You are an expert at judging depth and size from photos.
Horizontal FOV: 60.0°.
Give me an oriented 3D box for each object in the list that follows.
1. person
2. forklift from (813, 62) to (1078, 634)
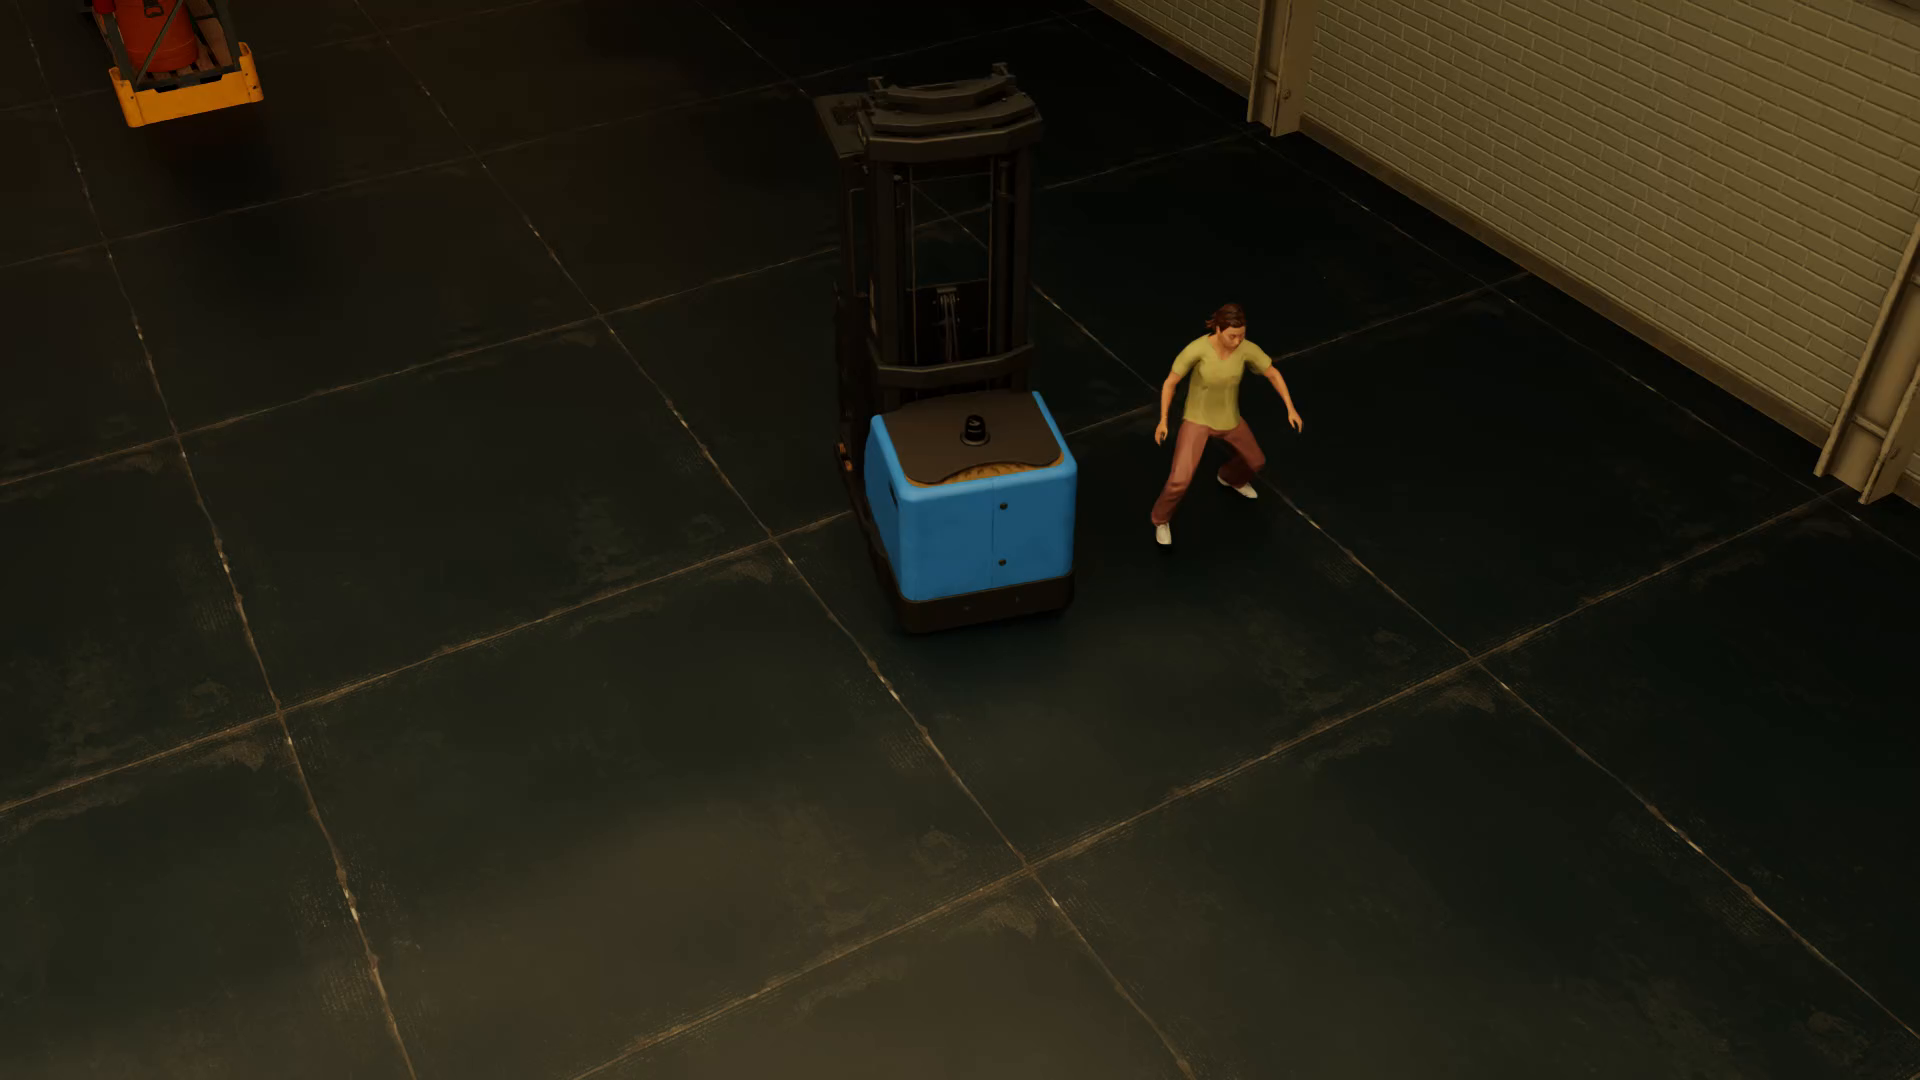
[{"bbox_3d":[1.581,-0.742,10.056,0.884,1.551,0.709,-6,40,-8],"label":"person"},{"bbox_3d":[-0.204,-1.538,9.890,1.130,2.935,3.031,-10,41,-11],"label":"forklift"}]
